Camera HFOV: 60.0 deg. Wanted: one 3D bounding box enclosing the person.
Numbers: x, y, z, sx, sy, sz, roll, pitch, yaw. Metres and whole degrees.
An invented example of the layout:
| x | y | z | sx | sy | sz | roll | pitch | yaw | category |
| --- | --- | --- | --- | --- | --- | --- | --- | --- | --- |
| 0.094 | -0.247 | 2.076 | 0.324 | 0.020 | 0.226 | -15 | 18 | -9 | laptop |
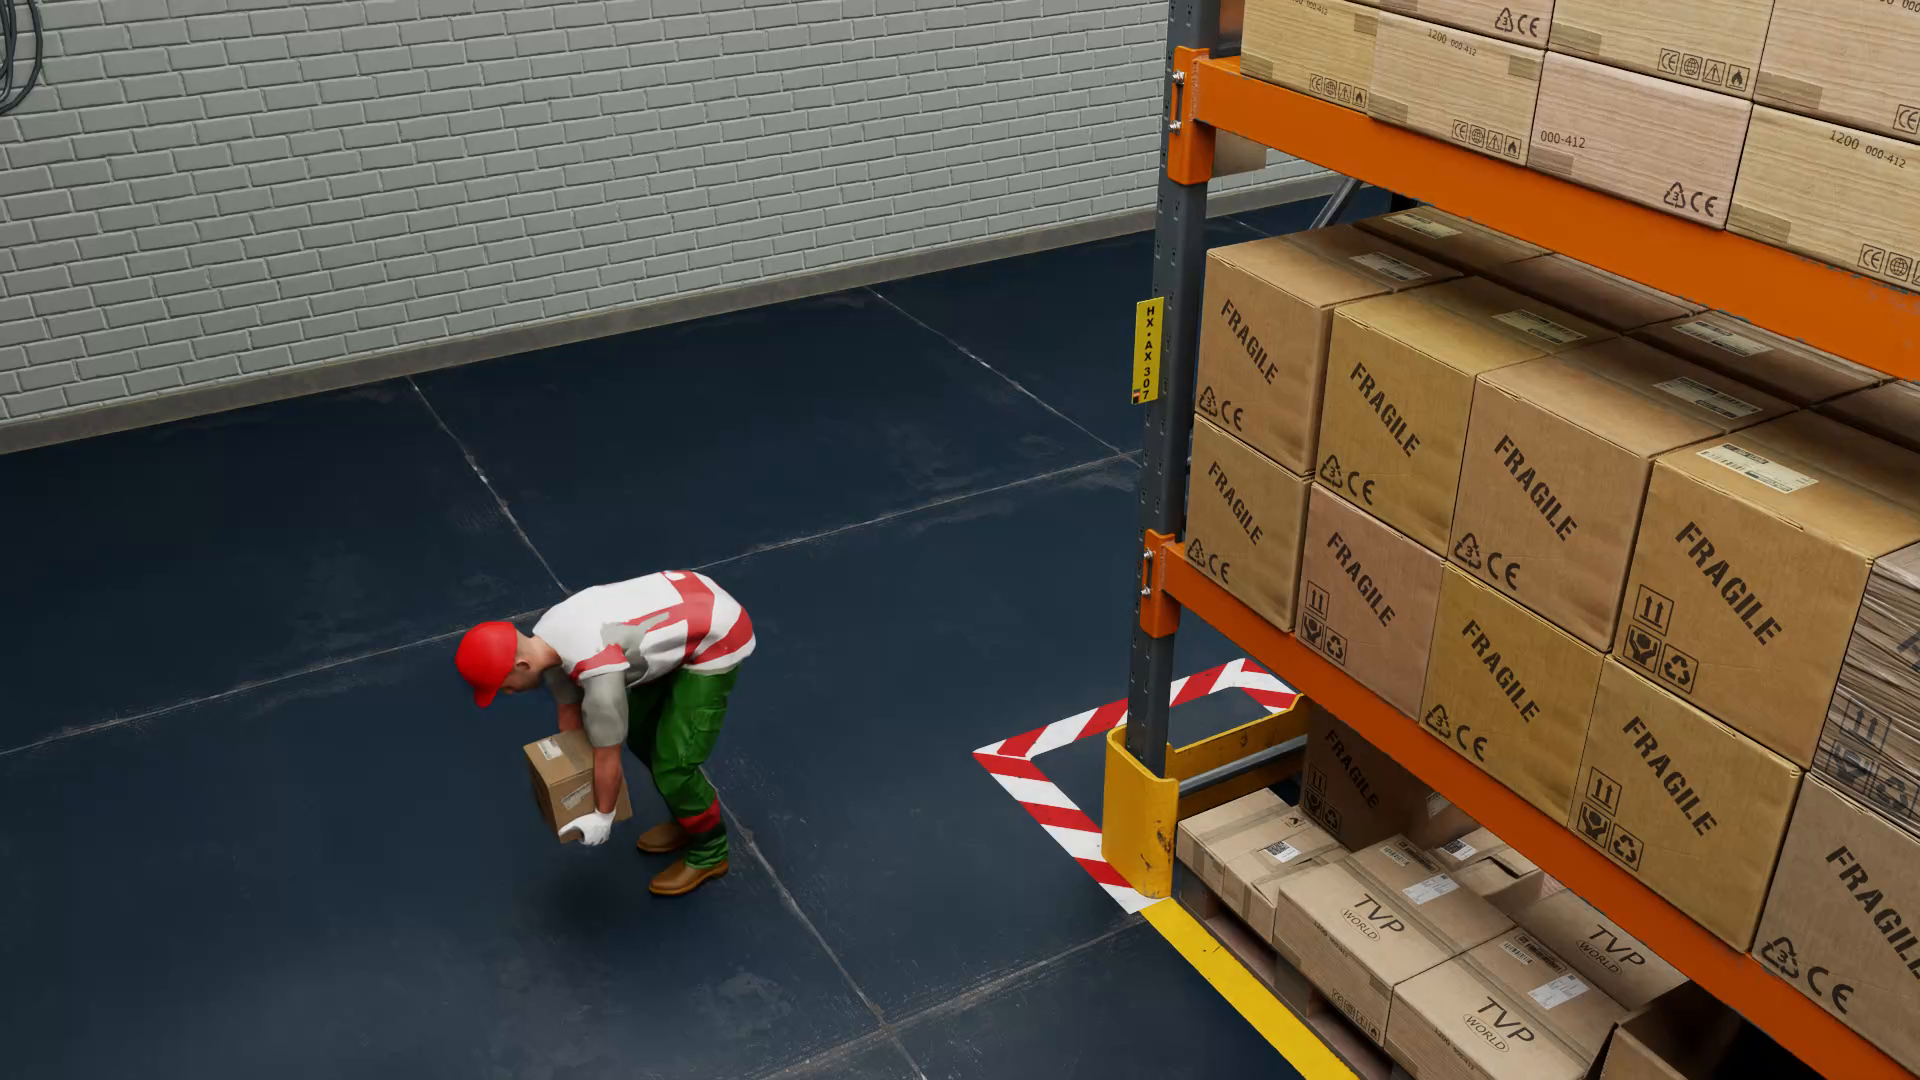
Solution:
| x | y | z | sx | sy | sz | roll | pitch | yaw | category |
| --- | --- | --- | --- | --- | --- | --- | --- | --- | --- |
| -1.135 | 0.671 | 5.519 | 0.957 | 1.167 | 0.487 | -17 | 33 | -28 | person |
